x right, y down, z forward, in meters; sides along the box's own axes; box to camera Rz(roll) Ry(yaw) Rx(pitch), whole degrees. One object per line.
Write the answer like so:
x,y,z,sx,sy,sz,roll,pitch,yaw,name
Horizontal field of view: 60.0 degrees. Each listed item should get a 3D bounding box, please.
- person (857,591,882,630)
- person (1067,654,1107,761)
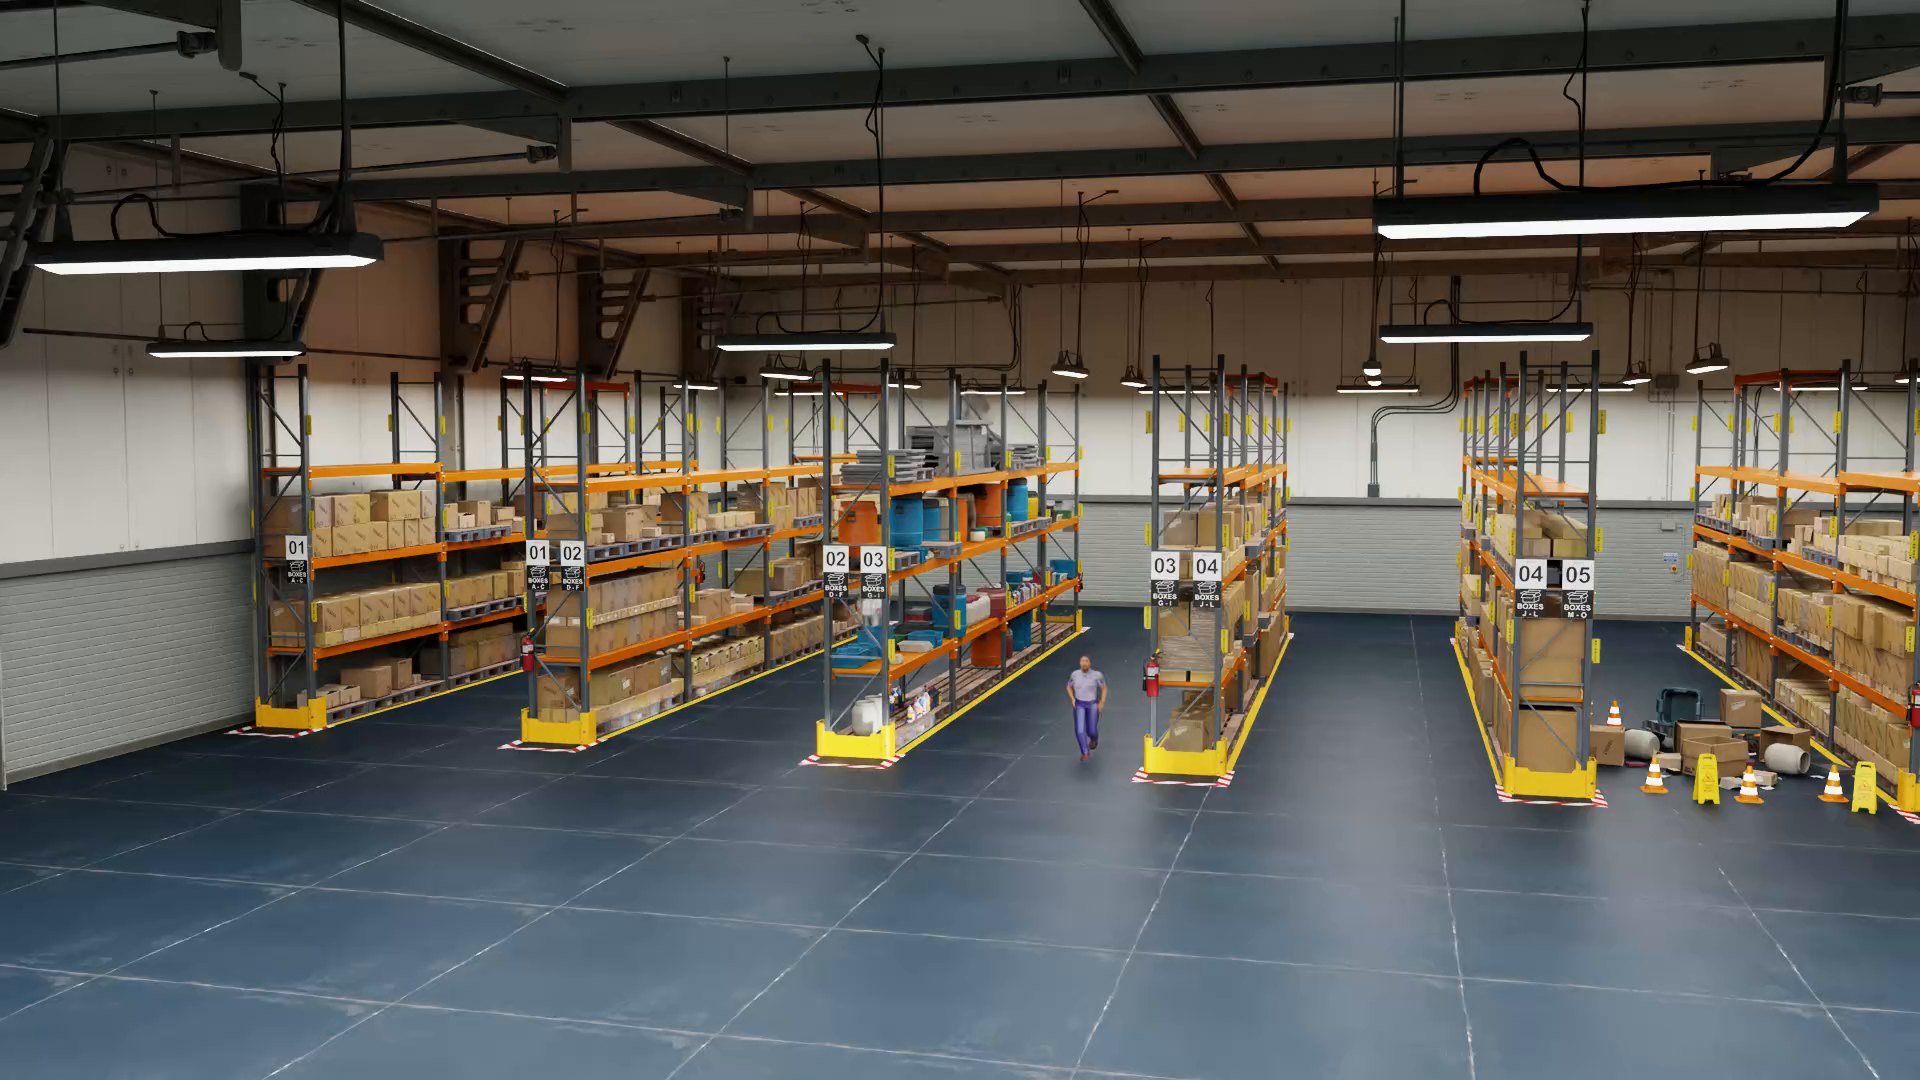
-1.852,1.501,34.976,0.658,1.607,0.605,0,4,3,person
1.892,2.504,24.919,0.604,1.605,0.557,1,4,14,person
